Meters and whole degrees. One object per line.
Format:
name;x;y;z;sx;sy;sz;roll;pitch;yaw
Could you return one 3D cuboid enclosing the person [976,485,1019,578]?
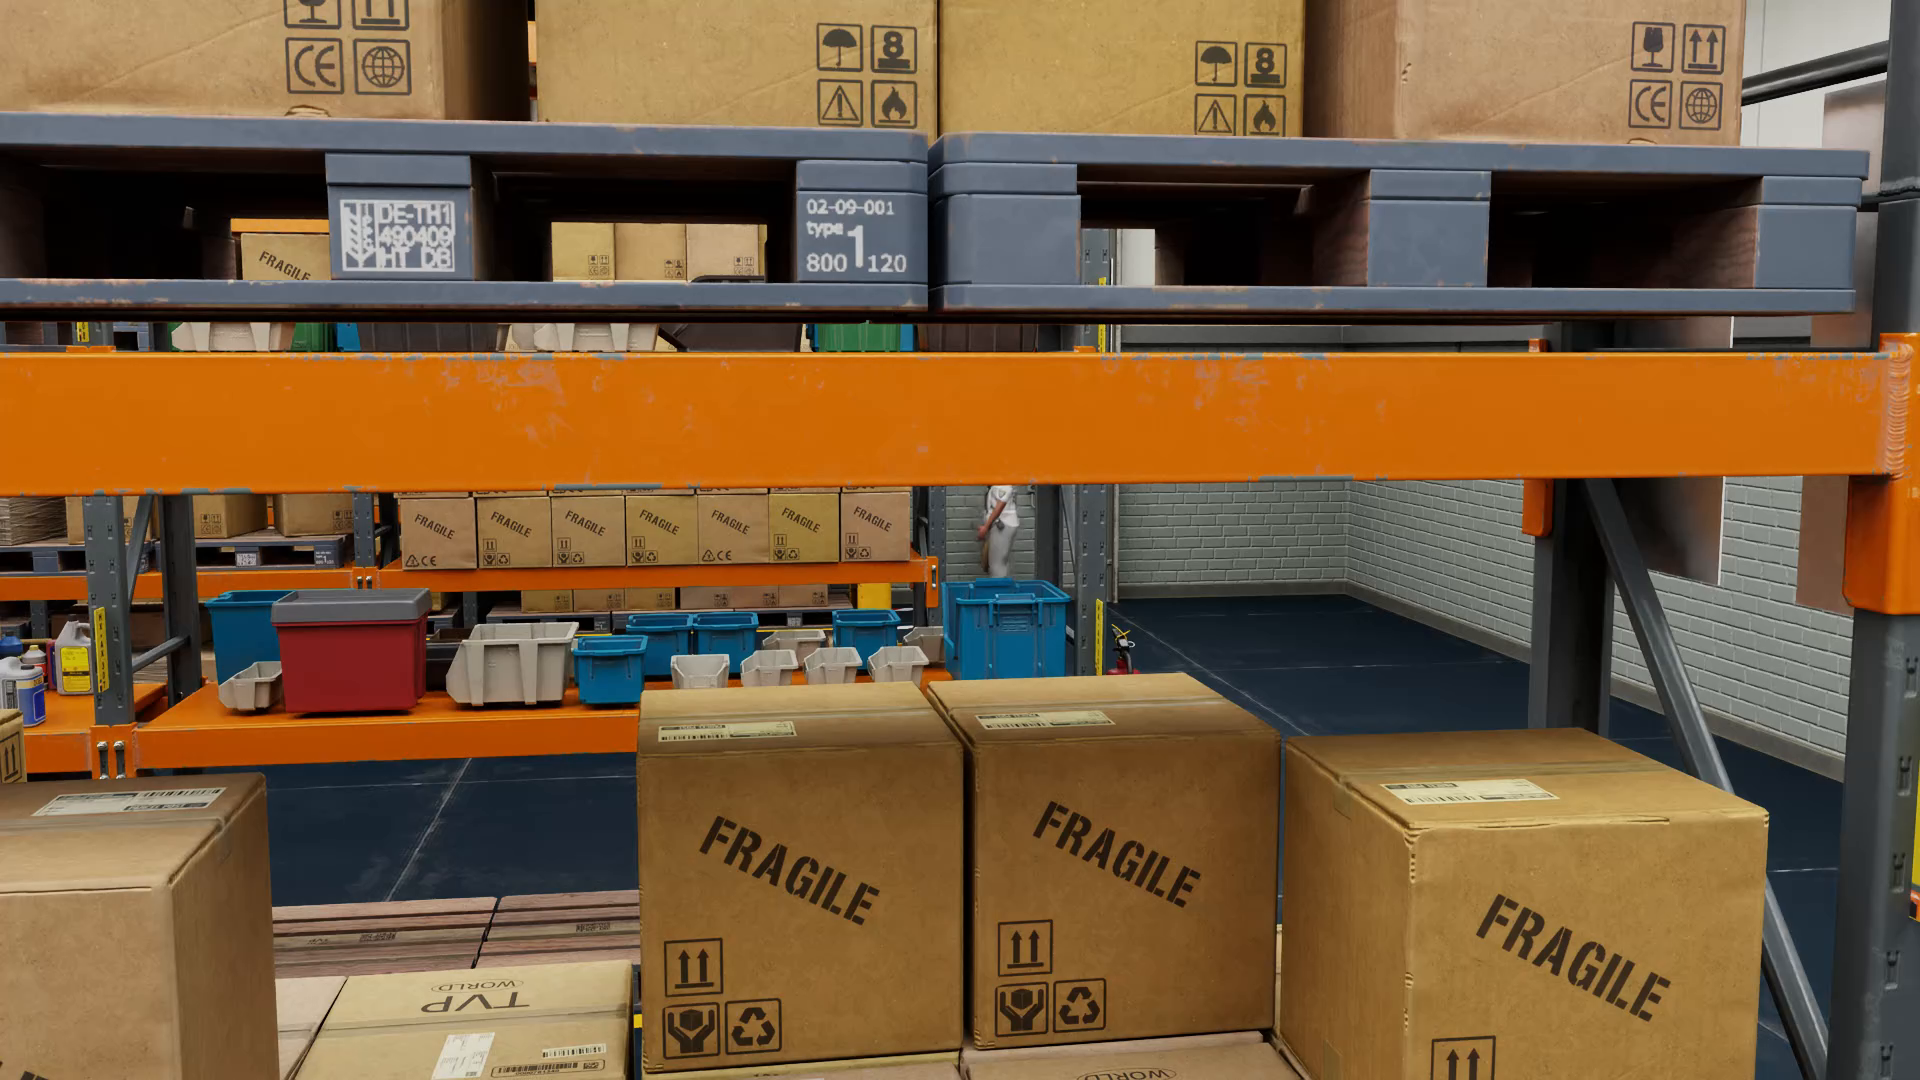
person;0.407;-0.128;18.060;0.461;1.782;0.602;0;6;2
